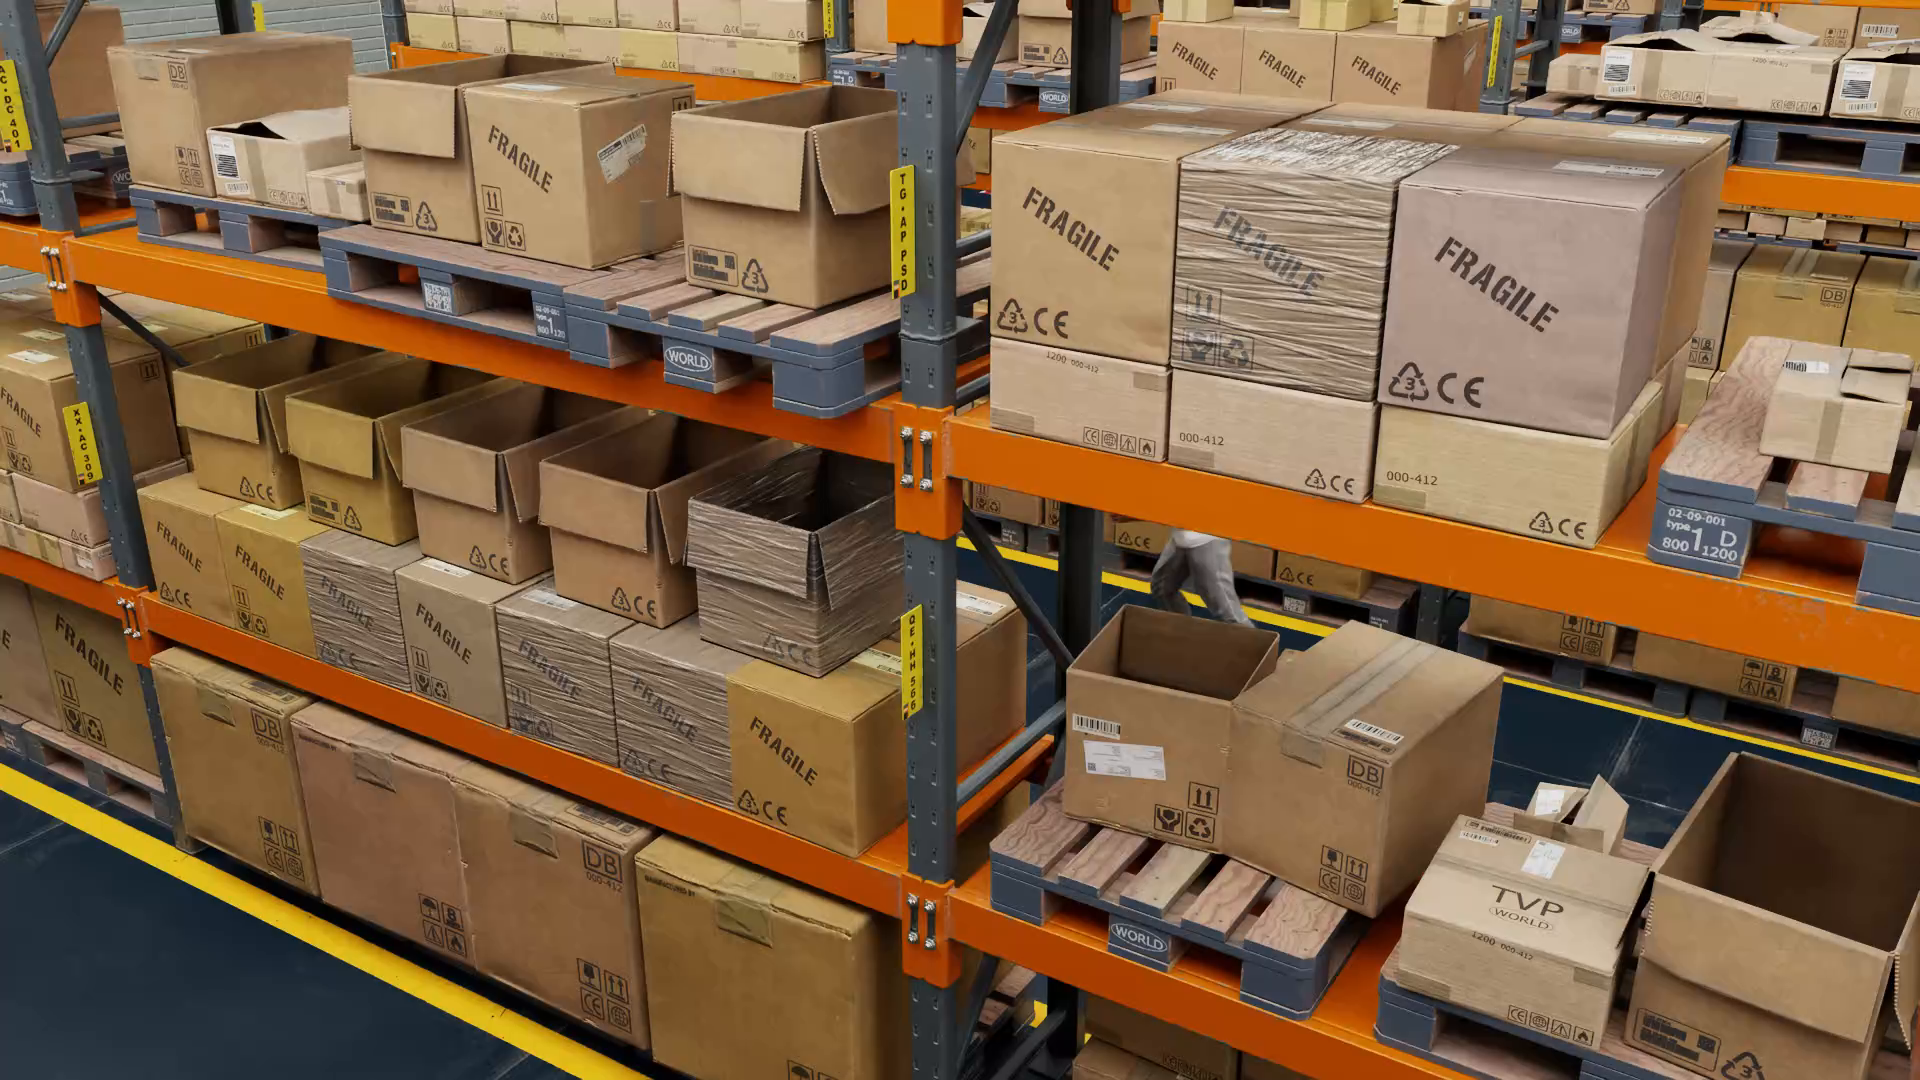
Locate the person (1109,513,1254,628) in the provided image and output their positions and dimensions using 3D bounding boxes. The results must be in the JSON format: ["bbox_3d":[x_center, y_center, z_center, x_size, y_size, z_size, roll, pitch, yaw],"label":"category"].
[{"bbox_3d":[1.219,-0.016,8.709,0.888,1.687,0.707,3,23,6],"label":"person"}]
